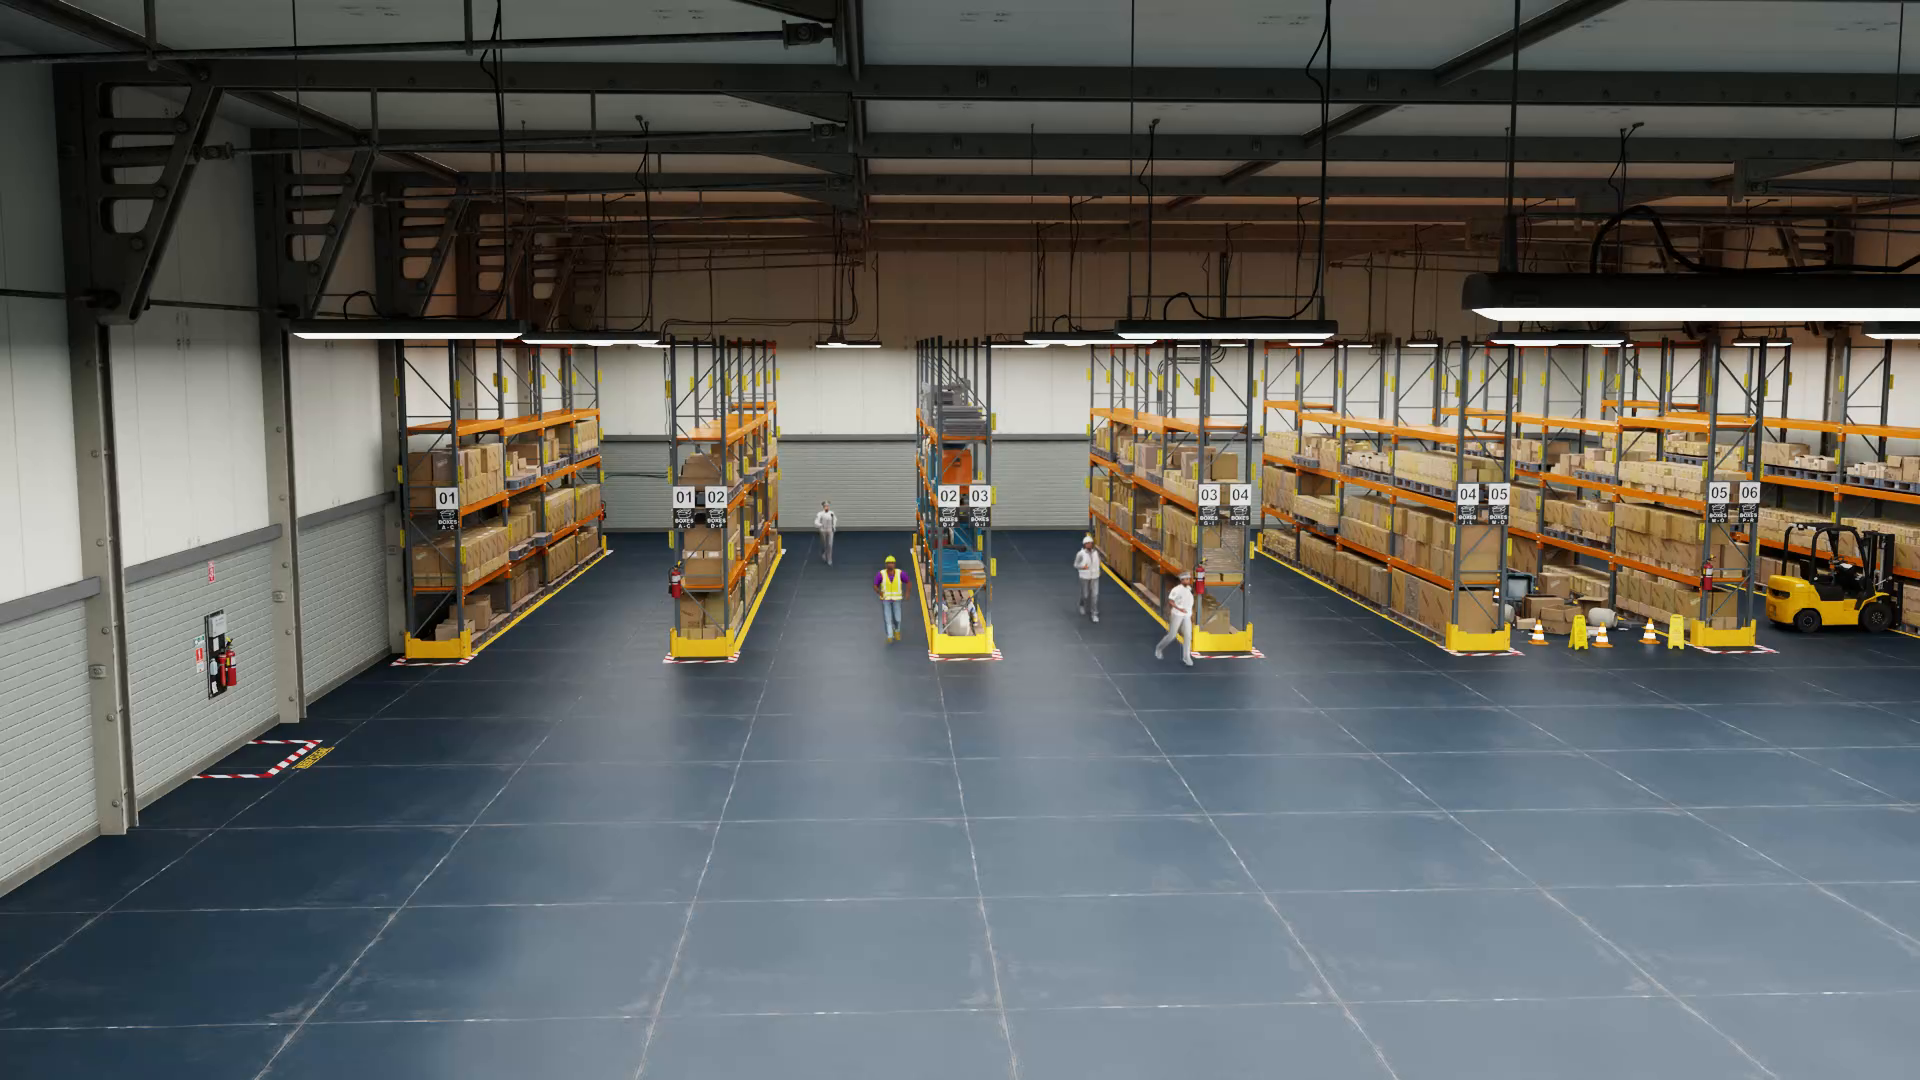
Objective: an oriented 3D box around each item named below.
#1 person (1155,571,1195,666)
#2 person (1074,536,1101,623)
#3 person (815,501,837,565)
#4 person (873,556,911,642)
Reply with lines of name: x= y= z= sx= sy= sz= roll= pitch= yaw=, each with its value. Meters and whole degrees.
person: x=4.080 y=1.412 z=30.621 sx=0.639 sy=1.674 sz=0.922 roll=-4 pitch=8 yaw=-32
person: x=2.737 y=0.809 z=35.444 sx=0.658 sy=1.789 sz=0.955 roll=-1 pitch=7 yaw=-12
person: x=-3.603 y=-0.220 z=44.819 sx=0.612 sy=1.673 sz=0.942 roll=-1 pitch=7 yaw=-13
person: x=-1.324 y=1.171 z=32.481 sx=0.746 sy=1.724 sz=0.593 roll=-1 pitch=7 yaw=-5
